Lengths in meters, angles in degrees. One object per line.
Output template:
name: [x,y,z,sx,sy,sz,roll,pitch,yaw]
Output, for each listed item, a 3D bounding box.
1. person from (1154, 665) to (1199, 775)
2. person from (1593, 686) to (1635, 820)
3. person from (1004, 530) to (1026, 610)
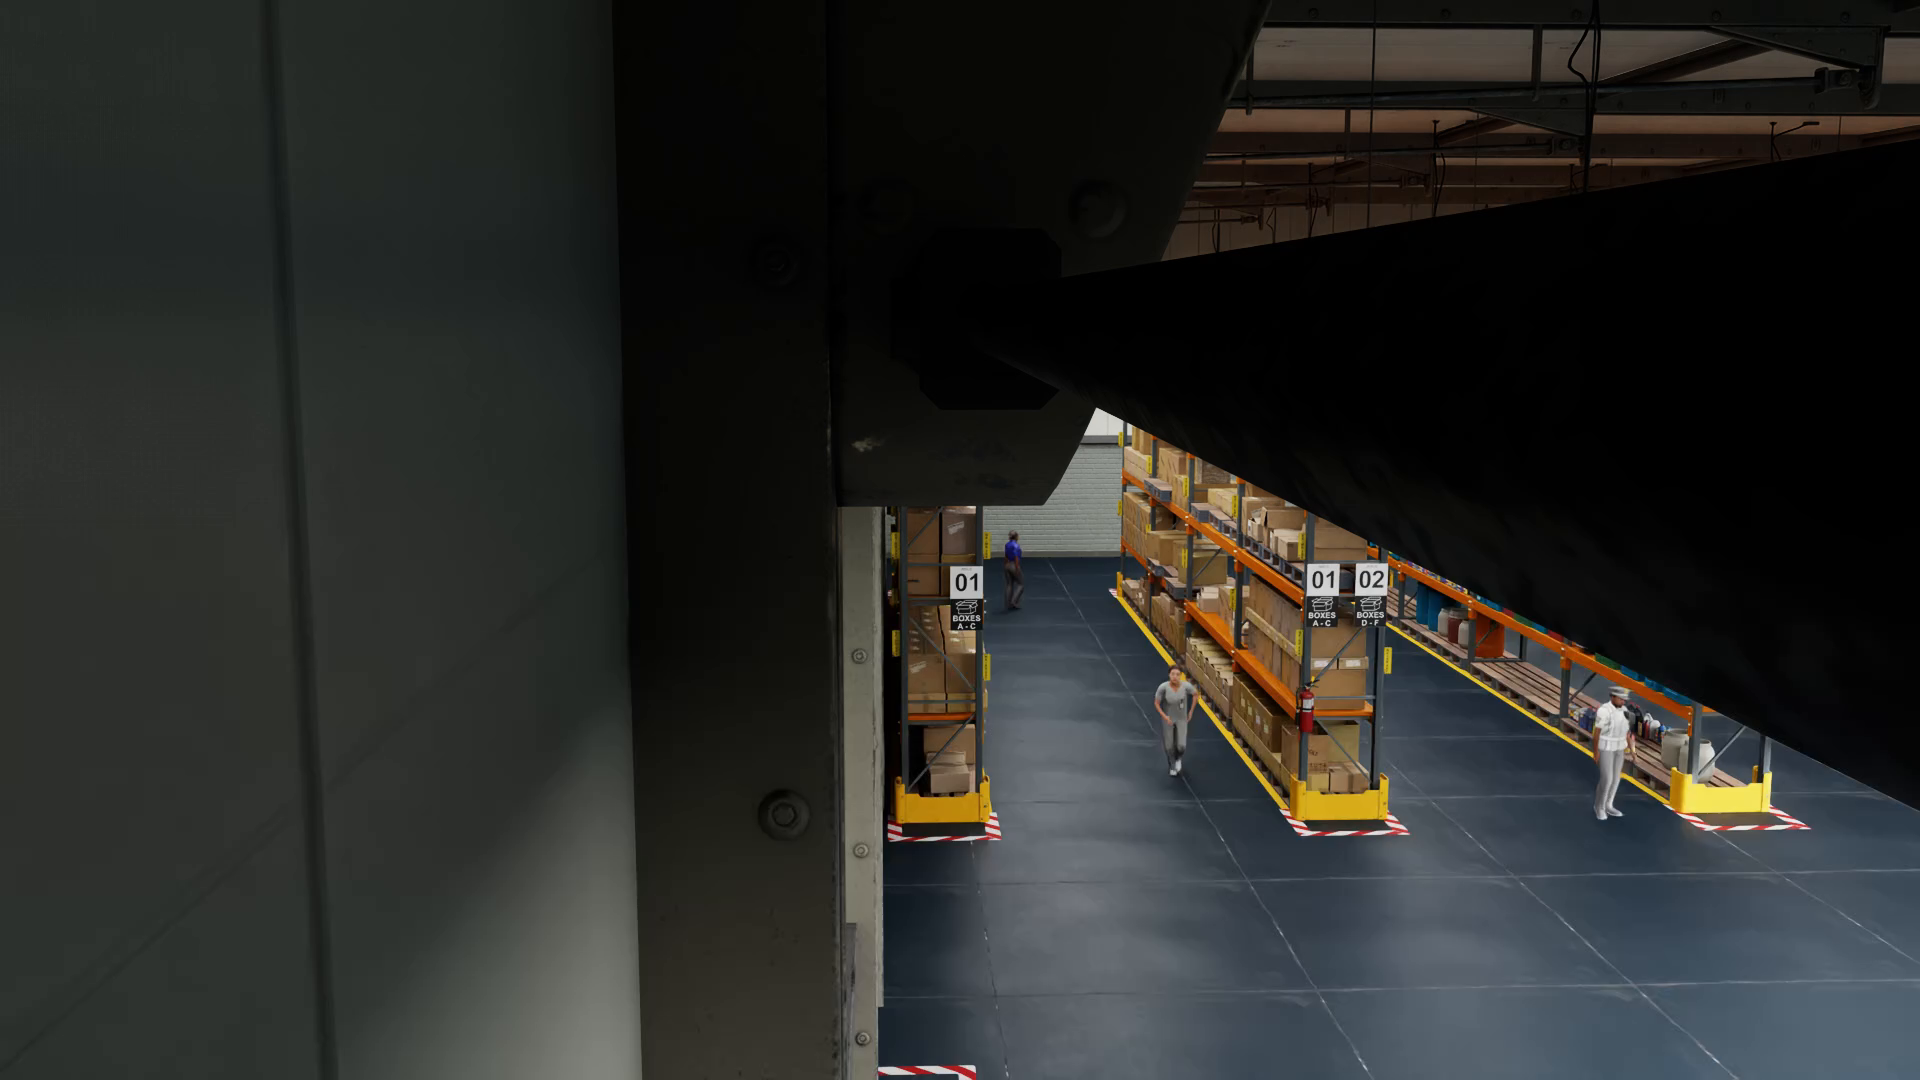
person: [2.907,2.420,22.367,0.596,1.583,0.700,1,8,6]
person: [8.085,2.657,20.617,0.512,1.745,0.369,-3,9,-21]
person: [1.128,0.624,34.892,0.381,1.676,0.506,-6,10,-35]
